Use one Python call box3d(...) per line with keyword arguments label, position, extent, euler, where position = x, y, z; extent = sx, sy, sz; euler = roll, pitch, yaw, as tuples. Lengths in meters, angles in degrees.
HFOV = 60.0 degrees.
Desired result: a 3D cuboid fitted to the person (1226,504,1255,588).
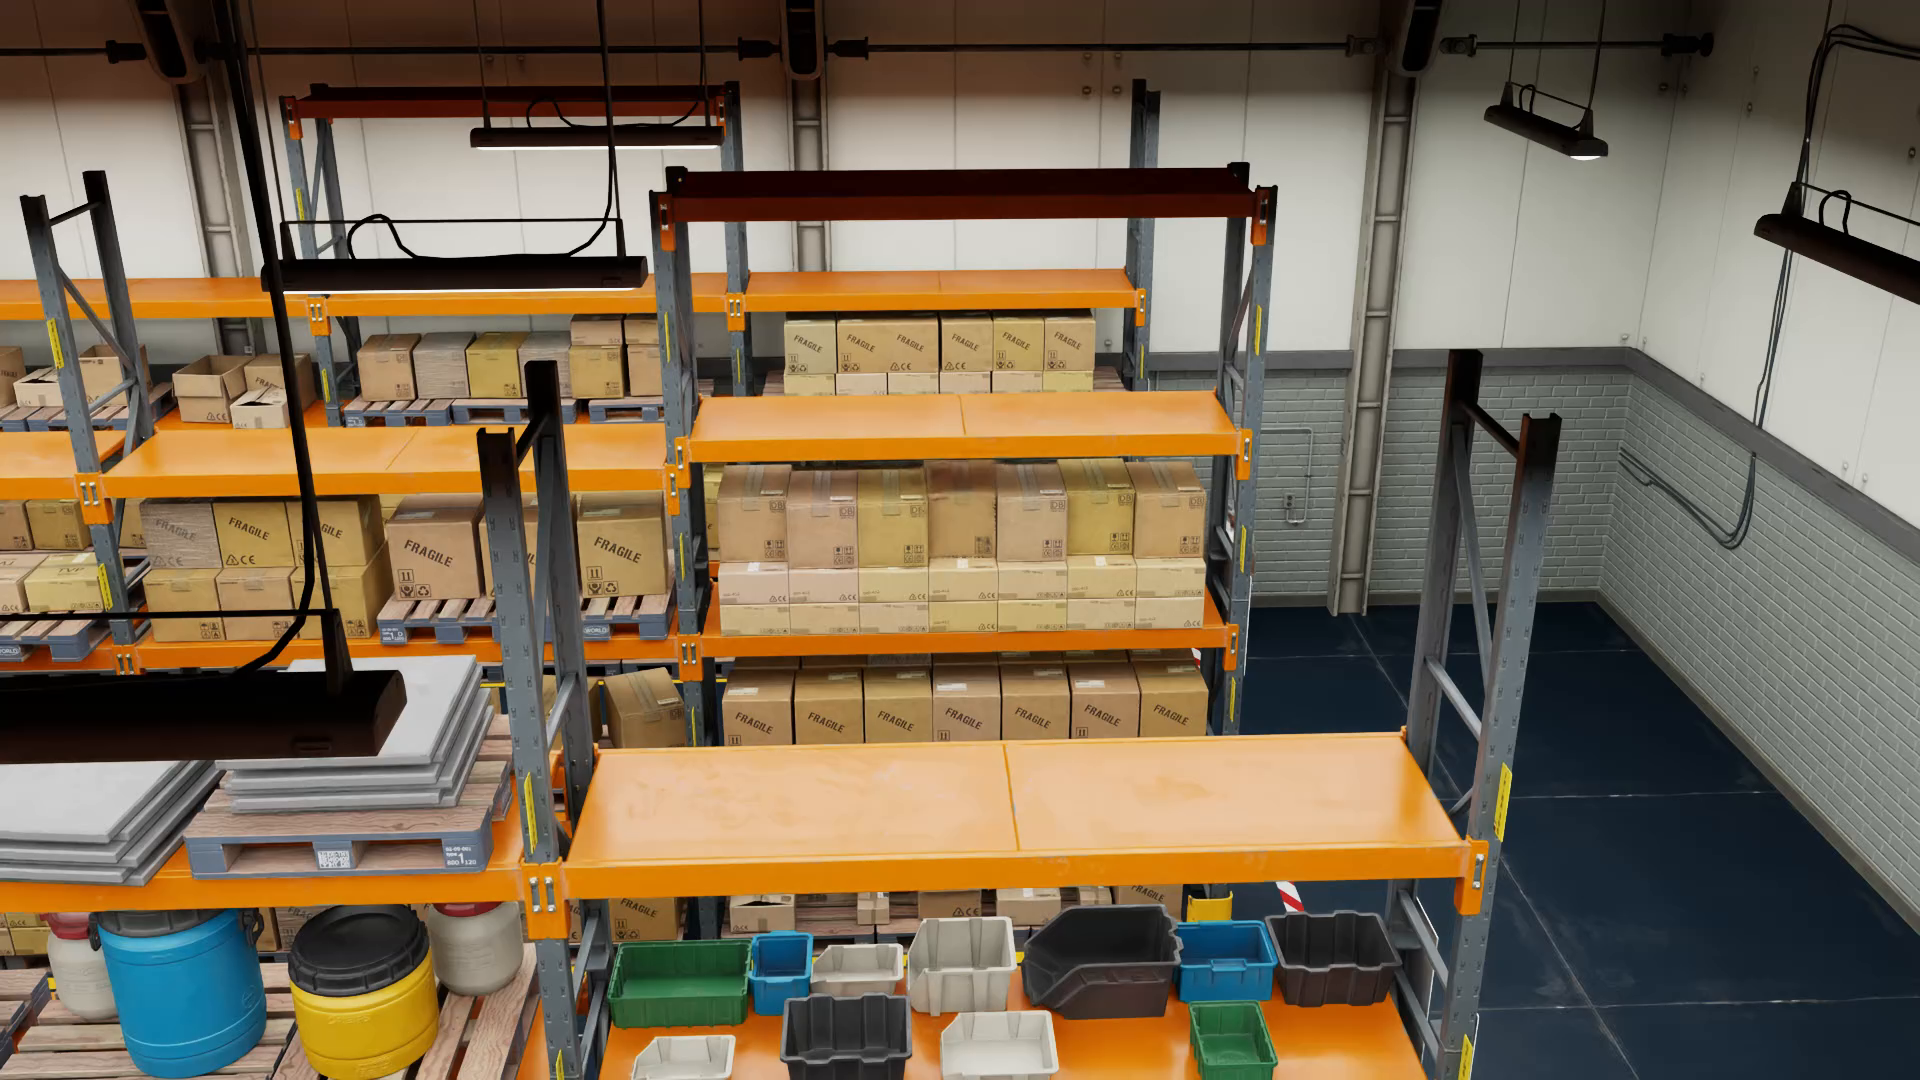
box3d(label="person", position=(2.924, 0.394, 17.918), extent=(0.476, 1.704, 0.406), euler=(-1, 22, -3))
